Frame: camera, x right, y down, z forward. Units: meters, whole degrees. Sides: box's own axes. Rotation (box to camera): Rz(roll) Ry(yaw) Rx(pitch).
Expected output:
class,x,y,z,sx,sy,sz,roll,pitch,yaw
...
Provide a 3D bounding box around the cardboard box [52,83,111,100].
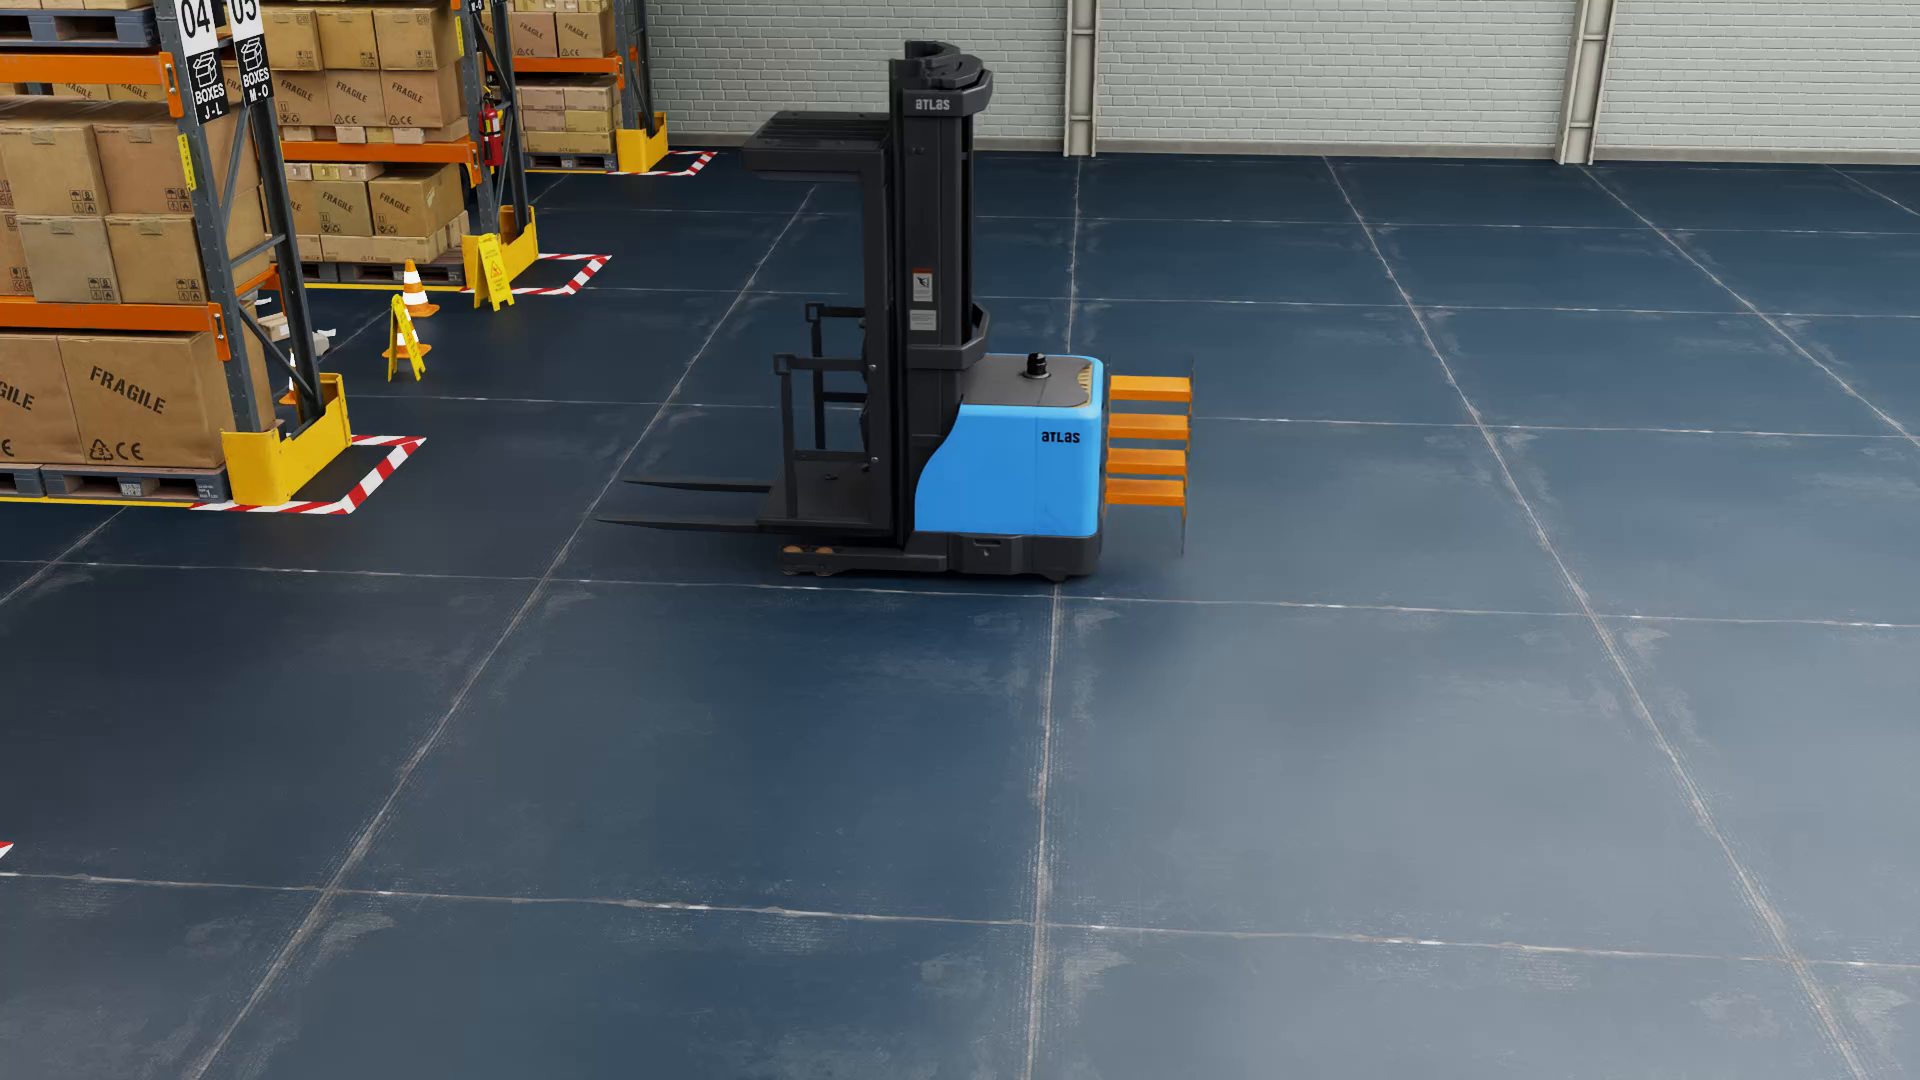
class,x,y,z,sx,sy,sz,roll,pitch,yaw
cardboard box,-7.815,-4.073,15.037,0.500,0.500,0.500,2,25,4

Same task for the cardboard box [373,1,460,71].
class,x,y,z,sx,sy,sz,roll,pitch,yaw
cardboard box,-4.770,-4.455,14.671,0.500,0.500,0.700,1,25,3

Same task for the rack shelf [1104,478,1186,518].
class,x,y,z,sx,sy,sz,roll,pitch,yaw
rack shelf,1.111,-0.258,10.011,0.480,0.148,0.258,2,25,5

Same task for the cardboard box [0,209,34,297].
class,x,y,z,sx,sy,sz,roll,pitch,yaw
cardboard box,-5.995,-1.968,10.759,0.550,0.550,0.875,2,25,4

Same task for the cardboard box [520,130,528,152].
class,x,y,z,sx,sy,sz,roll,pitch,yaw
cardboard box,-5.354,-4.828,19.941,0.500,0.250,0.500,2,25,5

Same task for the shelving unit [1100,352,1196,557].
class,x,y,z,sx,sy,sz,roll,pitch,yaw
shelving unit,1.111,-0.499,9.900,0.503,1.200,0.258,2,25,5

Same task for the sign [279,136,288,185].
class,x,y,z,sx,sy,sz,roll,pitch,yaw
sign,-4.474,-2.488,10.939,0.005,0.325,0.100,2,25,4

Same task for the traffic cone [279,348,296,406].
class,x,y,z,sx,sy,sz,roll,pitch,yaw
traffic cone,-4.943,-1.284,12.488,0.334,0.463,0.336,2,25,4

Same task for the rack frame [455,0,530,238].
class,x,y,z,sx,sy,sz,roll,pitch,yaw
rack frame,-4.244,-3.894,15.125,0.127,3.000,1.000,2,25,4

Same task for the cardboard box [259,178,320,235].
class,x,y,z,sx,sy,sz,roll,pitch,yaw
cardboard box,-6.086,-3.128,15.350,0.500,0.500,0.500,1,25,3

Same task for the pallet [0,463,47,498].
class,x,y,z,sx,sy,sz,roll,pitch,yaw
pallet,-6.539,-0.594,11.289,1.213,0.211,1.003,2,25,4

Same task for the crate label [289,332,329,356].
class,x,y,z,sx,sy,sz,roll,pitch,yaw
crate label,-5.306,-1.596,13.554,0.298,0.136,0.250,-11,27,-23

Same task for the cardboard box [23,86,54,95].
class,x,y,z,sx,sy,sz,roll,pitch,yaw
cardboard box,-8.759,-4.248,15.693,0.250,0.149,0.380,2,25,5

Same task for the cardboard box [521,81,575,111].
class,x,y,z,sx,sy,sz,roll,pitch,yaw
cardboard box,-4.861,-5.258,19.679,0.500,0.250,0.500,2,25,5

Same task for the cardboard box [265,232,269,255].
class,x,y,z,sx,sy,sz,roll,pitch,yaw
cardboard box,-6.603,-2.804,15.543,0.500,0.250,0.500,2,25,3

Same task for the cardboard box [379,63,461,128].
class,x,y,z,sx,sy,sz,roll,pitch,yaw
cardboard box,-4.807,-3.977,14.830,0.500,0.500,0.500,1,25,3

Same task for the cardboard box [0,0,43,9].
class,x,y,z,sx,sy,sz,roll,pitch,yaw
cardboard box,-5.387,-3.199,9.703,0.250,0.149,0.380,2,25,5

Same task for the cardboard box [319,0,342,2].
class,x,y,z,sx,sy,sz,roll,pitch,yaw
cardboard box,-7.300,-6.304,19.466,0.250,0.149,0.380,2,25,5

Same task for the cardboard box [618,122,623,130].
class,x,y,z,sx,sy,sz,roll,pitch,yaw
cardboard box,-4.343,-5.002,20.320,0.500,0.250,0.500,2,25,4

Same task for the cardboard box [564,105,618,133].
class,x,y,z,sx,sy,sz,roll,pitch,yaw
cardboard box,-4.377,-5.017,19.755,0.500,0.250,0.500,2,25,3

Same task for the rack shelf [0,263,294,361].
class,x,y,z,sx,sy,sz,roll,pitch,yaw
rack shelf,-6.517,-1.565,10.924,4.000,0.370,1.077,2,25,4

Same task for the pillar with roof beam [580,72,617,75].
class,x,y,z,sx,sy,sz,roll,pitch,yaw
pillar with roof beam,-4.823,-7.292,15.333,0.400,9.000,9.100,2,25,4

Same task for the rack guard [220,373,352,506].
class,x,y,z,sx,sy,sz,roll,pitch,yaw
rack guard,-4.499,-0.692,11.155,0.348,0.500,1.175,2,25,4

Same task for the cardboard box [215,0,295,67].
class,x,y,z,sx,sy,sz,roll,pitch,yaw
cardboard box,-6.278,-4.521,14.816,0.500,0.500,0.700,2,25,4

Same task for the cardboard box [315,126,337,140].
class,x,y,z,sx,sy,sz,roll,pitch,yaw
cardboard box,-5.652,-3.745,15.100,0.250,0.149,0.380,2,25,5

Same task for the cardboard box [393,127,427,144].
class,x,y,z,sx,sy,sz,roll,pitch,yaw
cardboard box,-4.895,-3.665,14.927,0.250,0.149,0.380,2,25,3

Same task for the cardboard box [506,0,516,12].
class,x,y,z,sx,sy,sz,roll,pitch,yaw
cardboard box,-5.262,-6.229,19.303,0.250,0.149,0.380,1,25,2

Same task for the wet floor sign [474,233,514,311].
class,x,y,z,sx,sy,sz,roll,pitch,yaw
wet floor sign,-4.137,-2.373,14.635,0.232,0.644,0.267,11,27,22

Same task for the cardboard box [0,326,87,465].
class,x,y,z,sx,sy,sz,roll,pitch,yaw
cardboard box,-6.081,-1.075,11.037,0.875,0.875,0.875,1,25,3

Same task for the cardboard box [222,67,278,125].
class,x,y,z,sx,sy,sz,roll,pitch,yaw
cardboard box,-6.308,-4.037,14.960,0.500,0.500,0.500,2,25,5

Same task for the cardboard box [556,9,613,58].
class,x,y,z,sx,sy,sz,roll,pitch,yaw
cardboard box,-4.379,-5.915,19.397,0.500,0.500,0.500,1,25,3

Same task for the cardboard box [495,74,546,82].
class,x,y,z,sx,sy,sz,roll,pitch,yaw
cardboard box,-5.329,-5.488,20.180,0.500,0.250,0.500,2,25,4

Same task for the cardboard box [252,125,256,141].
class,x,y,z,sx,sy,sz,roll,pitch,yaw
cardboard box,-6.415,-3.723,15.054,0.250,0.149,0.380,2,25,4

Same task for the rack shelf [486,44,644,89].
class,x,y,z,sx,sy,sz,roll,pitch,yaw
rack shelf,-5.862,-5.701,19.911,4.000,0.370,1.077,2,25,4

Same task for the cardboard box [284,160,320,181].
class,x,y,z,sx,sy,sz,roll,pitch,yaw
cardboard box,-5.947,-3.391,15.144,0.250,0.149,0.380,3,25,6

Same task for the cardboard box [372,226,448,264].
class,x,y,z,sx,sy,sz,roll,pitch,yaw
cardboard box,-5.095,-2.751,15.426,0.500,0.250,0.500,2,25,4

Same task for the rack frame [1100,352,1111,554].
class,x,y,z,sx,sy,sz,roll,pitch,yaw
rack frame,0.868,-0.509,9.921,0.015,1.200,0.240,2,25,5

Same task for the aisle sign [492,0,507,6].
class,x,y,z,sx,sy,sz,roll,pitch,yaw
aisle sign,-4.159,-5.203,14.858,0.004,0.787,0.394,2,25,4

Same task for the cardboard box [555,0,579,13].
class,x,y,z,sx,sy,sz,roll,pitch,yaw
cardboard box,-4.492,-6.194,19.226,0.250,0.149,0.380,2,25,5

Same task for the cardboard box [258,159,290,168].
class,x,y,z,sx,sy,sz,roll,pitch,yaw
cardboard box,-6.606,-3.366,15.867,0.500,0.500,0.500,3,25,7

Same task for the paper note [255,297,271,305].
class,x,y,z,sx,sy,sz,roll,pitch,yaw
paper note,-6.236,-2.134,14.851,0.148,0.019,0.142,-7,26,-14

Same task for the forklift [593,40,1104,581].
class,x,y,z,sx,sy,sz,roll,pitch,yaw
forklift,-0.666,-1.334,9.643,3.031,2.935,1.130,2,25,5

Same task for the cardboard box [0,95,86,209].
class,x,y,z,sx,sy,sz,roll,pitch,yaw
cardboard box,-5.993,-2.468,10.555,0.550,0.550,0.875,2,25,4

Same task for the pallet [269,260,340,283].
class,x,y,z,sx,sy,sz,roll,pitch,yaw
pallet,-6.340,-2.711,15.889,1.213,0.211,1.003,2,25,4
